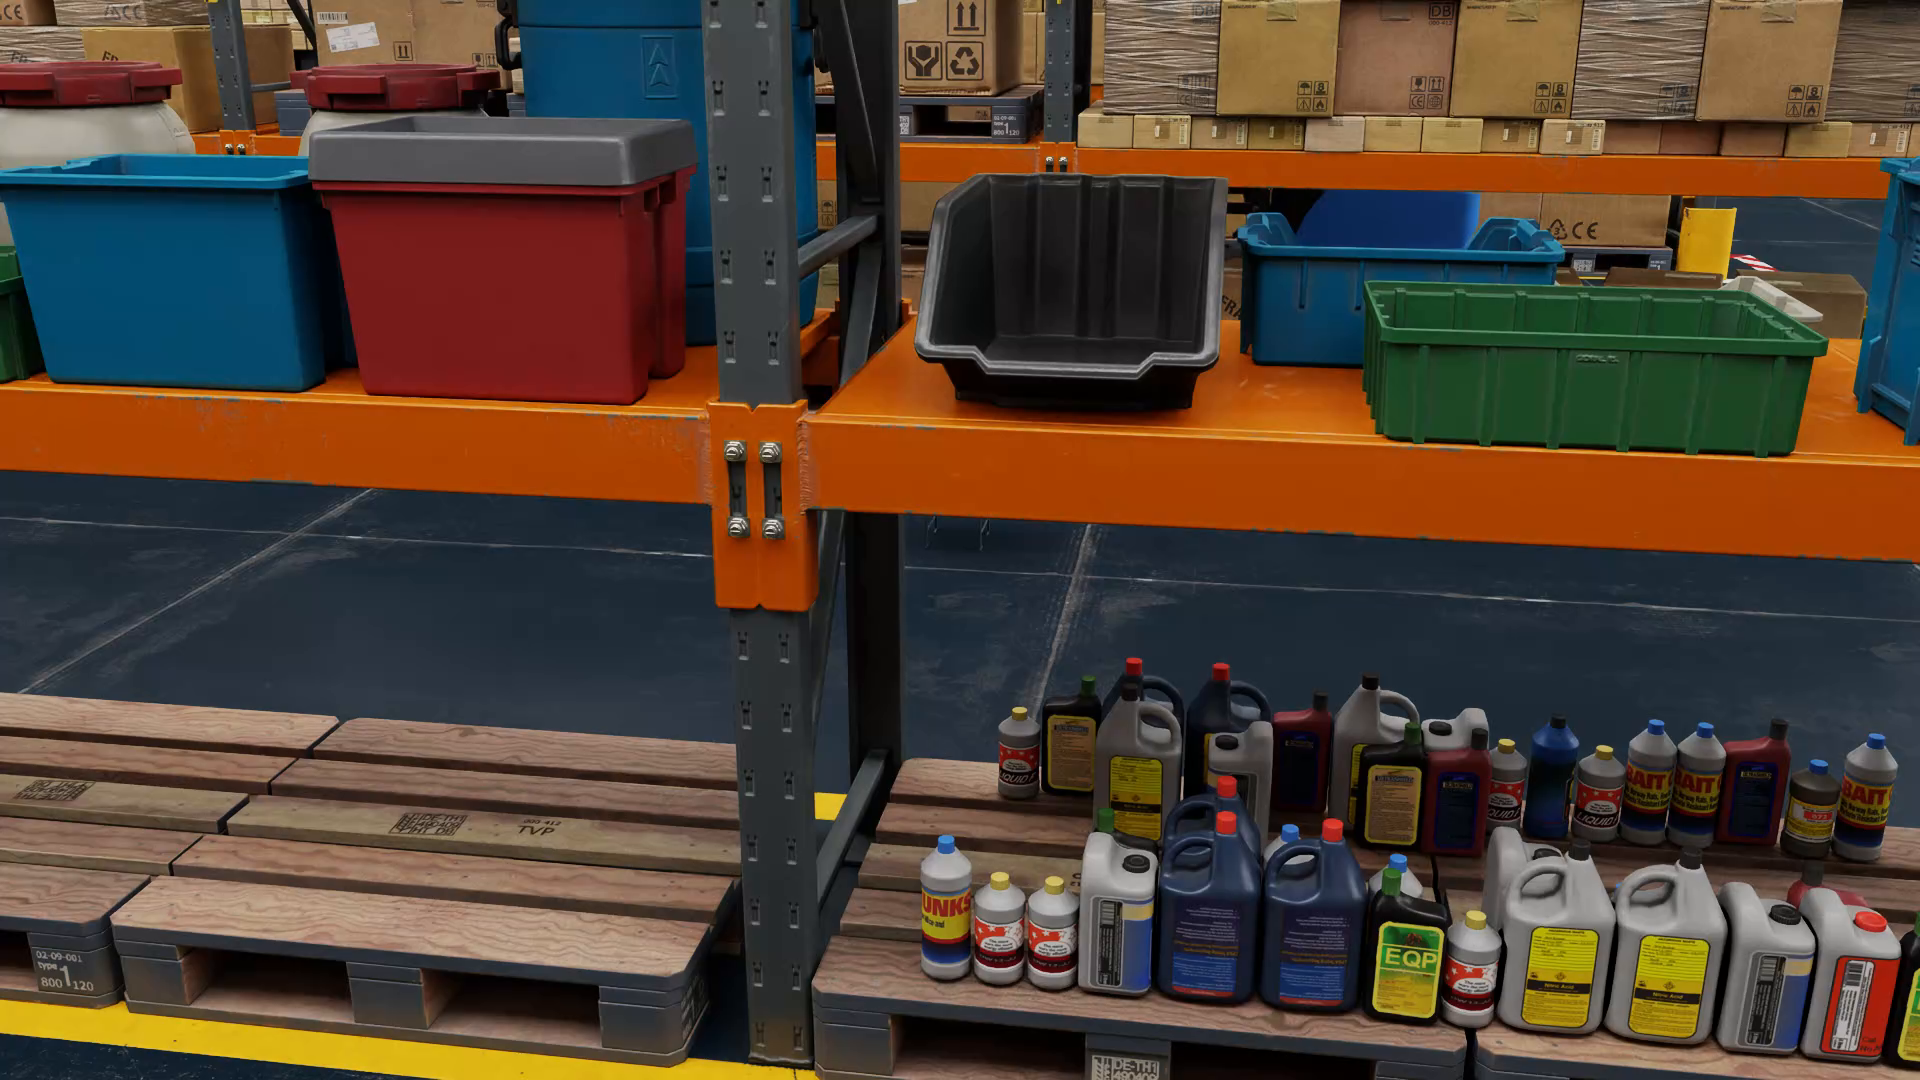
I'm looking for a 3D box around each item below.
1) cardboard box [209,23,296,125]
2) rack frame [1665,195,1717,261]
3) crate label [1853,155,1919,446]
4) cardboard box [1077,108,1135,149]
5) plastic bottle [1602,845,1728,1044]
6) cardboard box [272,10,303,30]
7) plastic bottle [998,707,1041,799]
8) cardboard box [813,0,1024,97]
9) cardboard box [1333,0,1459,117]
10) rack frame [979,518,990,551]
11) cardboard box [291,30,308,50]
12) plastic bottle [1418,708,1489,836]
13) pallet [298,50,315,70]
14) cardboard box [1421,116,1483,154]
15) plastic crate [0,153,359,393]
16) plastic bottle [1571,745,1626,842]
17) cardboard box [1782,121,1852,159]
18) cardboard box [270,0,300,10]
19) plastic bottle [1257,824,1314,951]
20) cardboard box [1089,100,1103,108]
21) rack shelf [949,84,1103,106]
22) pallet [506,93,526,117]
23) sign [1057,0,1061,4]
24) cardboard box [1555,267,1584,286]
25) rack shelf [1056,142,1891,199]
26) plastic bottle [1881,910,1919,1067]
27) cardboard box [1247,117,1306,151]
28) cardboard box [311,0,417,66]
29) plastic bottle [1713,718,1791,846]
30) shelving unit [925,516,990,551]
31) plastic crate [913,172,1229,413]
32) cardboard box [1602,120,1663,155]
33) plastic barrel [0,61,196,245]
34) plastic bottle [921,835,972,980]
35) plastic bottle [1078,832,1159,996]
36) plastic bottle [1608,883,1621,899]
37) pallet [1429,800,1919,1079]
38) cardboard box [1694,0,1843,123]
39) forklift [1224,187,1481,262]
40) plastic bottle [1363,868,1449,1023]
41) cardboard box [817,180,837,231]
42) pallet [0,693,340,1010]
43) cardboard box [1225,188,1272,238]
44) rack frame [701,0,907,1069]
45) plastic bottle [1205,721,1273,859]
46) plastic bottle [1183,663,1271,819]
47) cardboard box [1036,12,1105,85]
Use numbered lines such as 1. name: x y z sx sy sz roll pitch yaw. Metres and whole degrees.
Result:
1. cardboard box: -3.871 -2.464 8.783 0.500 0.500 0.500 3 19 10
2. rack frame: 5.351 -3.453 11.896 0.127 3.000 1.000 3 19 9
3. crate label: 1.818 -0.377 2.648 0.616 0.435 0.502 3 19 9
4. cardboard box: 0.679 -1.881 7.595 0.250 0.149 0.380 3 19 9
5. plastic bottle: 1.250 0.704 2.952 0.185 0.351 0.144 4 19 11
6. cardboard box: -5.147 -4.063 12.985 0.250 0.149 0.380 4 19 11
7. plastic bottle: 0.137 0.485 3.843 0.097 0.201 0.097 0 18 0
8. cardboard box: -0.247 -2.673 7.958 1.000 1.000 1.000 3 19 9
9. cardboard box: 1.947 -2.222 7.591 0.500 0.500 0.875 3 19 9
10. rack frame: 0.092 -0.422 6.146 0.006 0.900 0.240 3 19 9
11. cardboard box: -5.161 -3.922 13.030 0.250 0.149 0.380 2 19 6
12. plastic bottle: 1.079 0.507 3.661 0.135 0.276 0.152 3 19 10
13. pallet: -4.509 -3.852 13.389 1.213 0.211 1.003 3 19 9
14. cardboard box: 2.163 -1.810 7.382 0.250 0.149 0.380 3 19 9
15. plastic crate: -1.409 -0.504 3.109 0.575 0.384 0.392 3 19 9
16. plastic bottle: 1.403 0.550 3.650 0.097 0.201 0.097 0 18 0
17. cardboard box: 3.648 -1.744 7.184 0.250 0.149 0.380 3 19 9
18. cardboard box: -5.154 -4.203 12.935 0.250 0.149 0.380 3 19 8
19. plastic bottle: 0.623 0.671 3.176 0.097 0.271 0.097 0 18 0
20. cardboard box: 0.774 -2.068 8.152 0.250 0.149 0.380 3 19 9
21. rack shelf: -0.573 -3.414 12.913 4.000 0.370 1.077 3 19 9
22. pallet: -1.474 -2.129 8.242 1.213 0.211 1.003 3 19 9
23. sign: 0.430 -2.481 7.165 0.005 0.325 0.100 3 19 9
24. cardboard box: 2.640 -1.012 7.877 0.500 0.500 0.500 5 19 14
25. rack shelf: 2.490 -1.664 7.682 4.000 0.370 1.077 3 19 9
26. plastic bottle: 1.678 0.772 2.857 0.133 0.283 0.061 3 19 10
27. cardboard box: 1.424 -1.851 7.505 0.250 0.149 0.380 3 19 9
28. cardboard box: -2.895 -2.539 8.344 0.500 0.500 0.500 1 19 2
29. plastic bottle: 1.717 0.521 3.607 0.133 0.283 0.061 3 19 10
30. shelving unit: -0.008 -0.427 6.162 0.210 0.900 0.258 3 19 9
31. plastic crate: 0.226 -0.458 3.043 0.504 0.338 0.767 3 19 9
32. cardboard box: 2.913 -1.793 7.329 0.250 0.149 0.380 3 19 9
33. plastic barrel: -1.905 -0.772 3.669 0.433 0.535 0.433 0 18 0
34. plastic bottle: -0.026 0.685 3.136 0.097 0.271 0.097 0 18 0
35. plastic bottle: 0.298 0.690 3.112 0.135 0.276 0.152 4 19 11
36. plastic bottle: 1.226 0.735 3.095 0.097 0.201 0.097 0 18 0
37. pallet: 1.594 0.876 3.353 1.213 0.211 1.003 3 19 9
38. cardboard box: 3.413 -2.117 7.276 0.500 0.500 0.875 3 19 9
39. forklift: 1.586 -2.783 10.003 3.031 2.935 1.130 3 19 9
40. plastic bottle: 0.803 0.727 2.990 0.133 0.283 0.061 4 19 11
41. cardboard box: -1.097 -2.886 13.086 0.750 0.750 1.050 3 19 9
42. pallet: -2.260 0.680 3.937 1.213 0.211 1.003 3 19 9
43. cardboard box: 2.011 -2.792 12.608 0.875 0.875 0.875 3 19 9
44. rack frame: -0.271 -0.554 3.231 0.127 3.000 1.000 3 19 9
45. plastic bottle: 0.602 0.528 3.595 0.135 0.276 0.152 3 19 9
46. plastic bottle: 0.600 0.445 3.726 0.185 0.351 0.144 2 19 6
47. cardboard box: 0.844 -3.644 12.310 0.500 0.500 0.500 3 19 8
